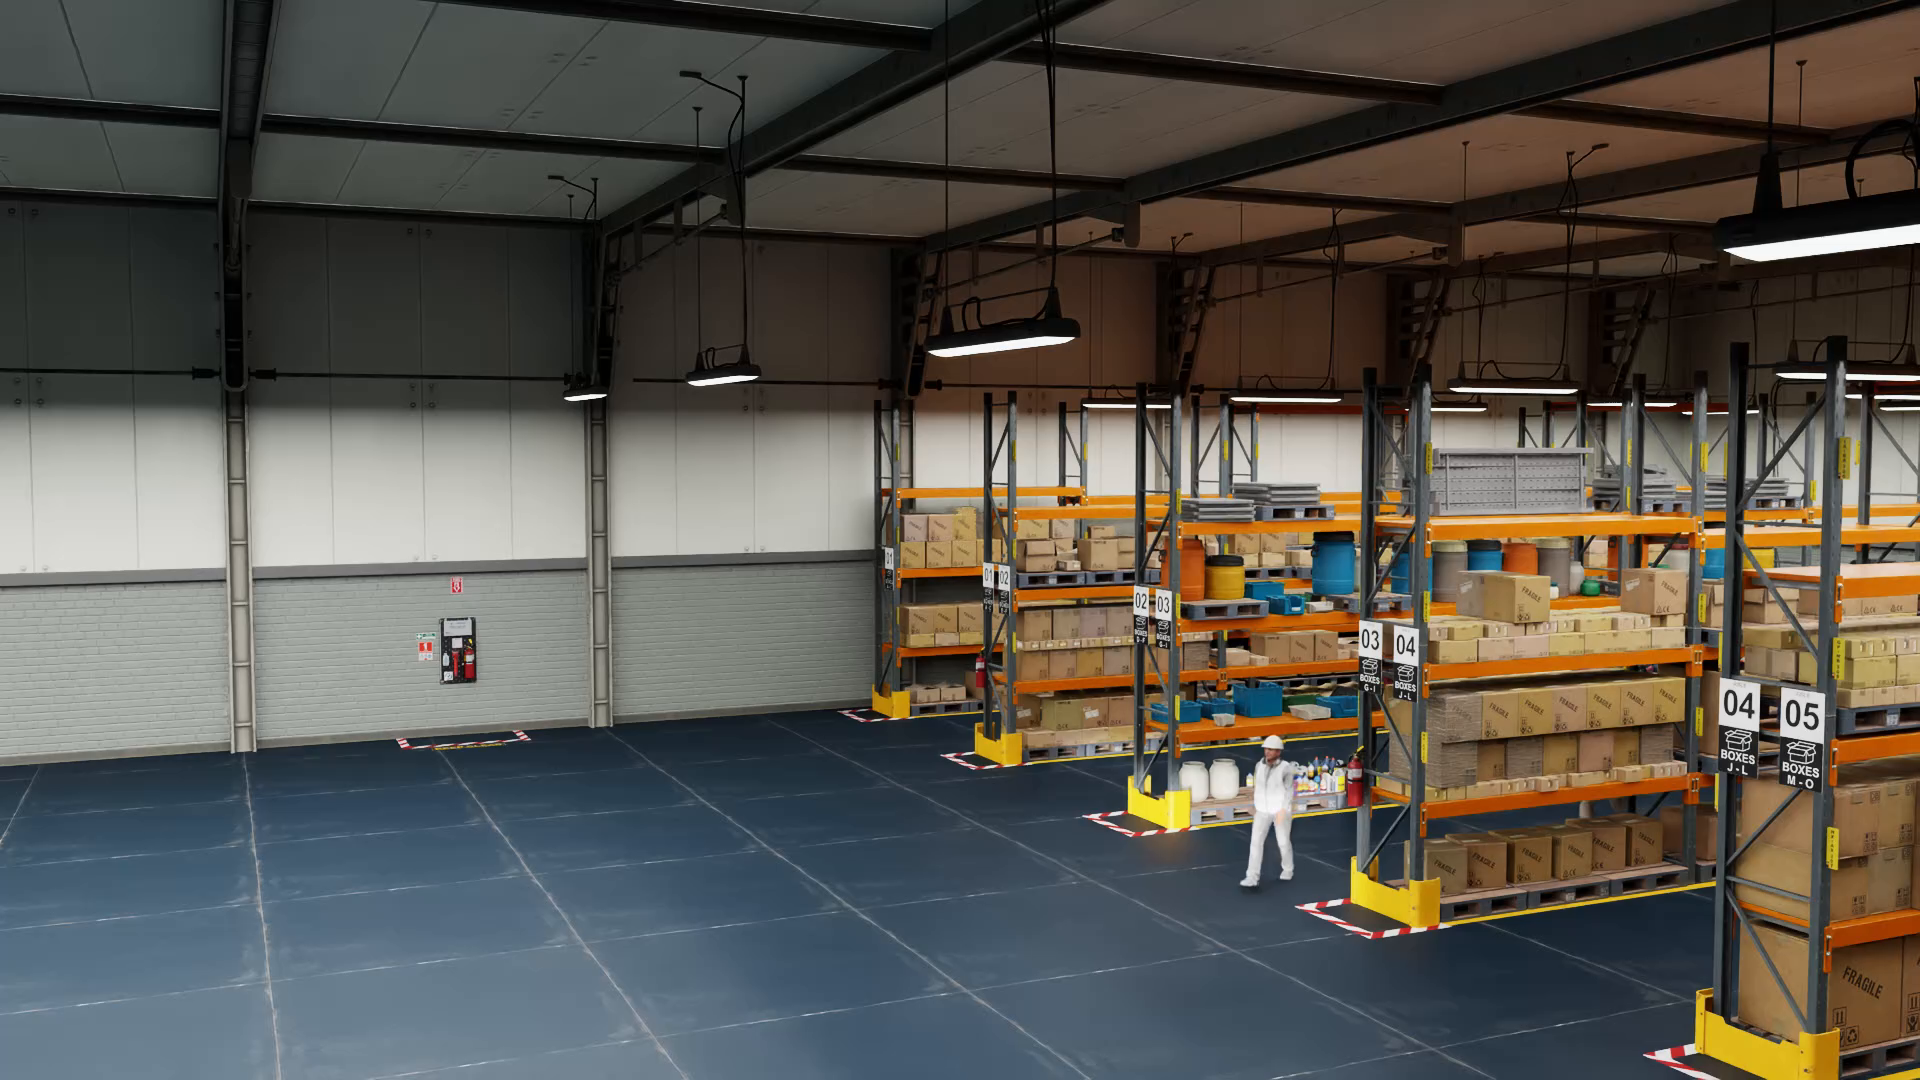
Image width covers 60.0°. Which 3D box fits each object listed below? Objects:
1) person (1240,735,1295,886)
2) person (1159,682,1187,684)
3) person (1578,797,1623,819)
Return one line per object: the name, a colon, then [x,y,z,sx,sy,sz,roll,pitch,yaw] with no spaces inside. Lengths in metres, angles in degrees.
person: [3.618,3.150,19.374,0.558,1.723,0.982,2,4,36]
person: [4.007,2.434,31.600,1.054,1.720,0.575,-2,4,-33]
person: [8.302,3.062,21.450,1.078,1.661,0.506,-2,4,-27]
